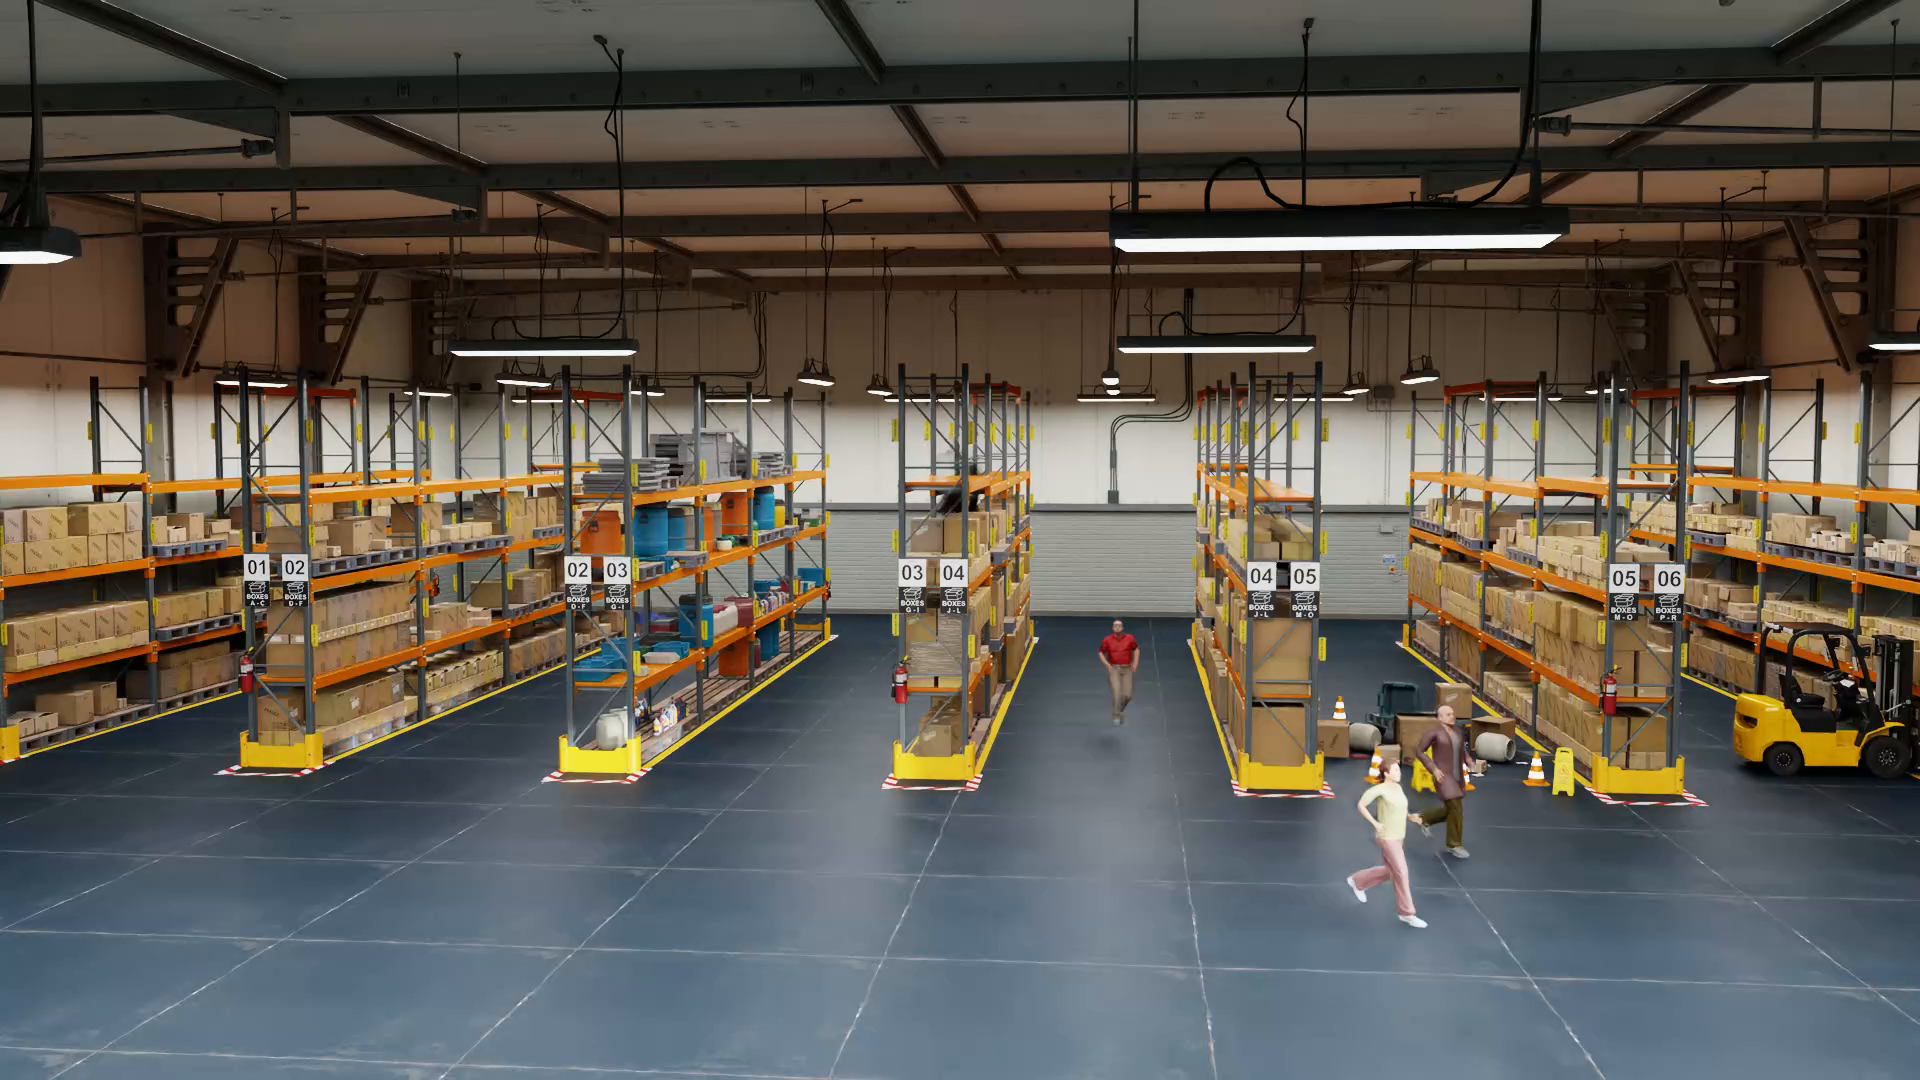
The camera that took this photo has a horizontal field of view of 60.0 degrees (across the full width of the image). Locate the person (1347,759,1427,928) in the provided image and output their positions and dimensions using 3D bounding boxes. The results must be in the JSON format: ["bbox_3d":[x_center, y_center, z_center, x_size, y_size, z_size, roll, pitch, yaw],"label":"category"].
[{"bbox_3d":[4.410,3.075,17.091,0.874,1.675,0.579,3,5,43],"label":"person"}]

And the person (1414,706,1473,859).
[{"bbox_3d":[5.795,2.856,19.893,0.704,1.773,0.830,-2,4,-33],"label":"person"}]

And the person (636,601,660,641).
[{"bbox_3d":[-6.233,2.034,33.280,0.591,1.657,0.816,0,4,4],"label":"person"}]

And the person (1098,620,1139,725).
[{"bbox_3d":[2.585,2.150,26.956,0.666,1.717,0.504,0,4,-2],"label":"person"}]
